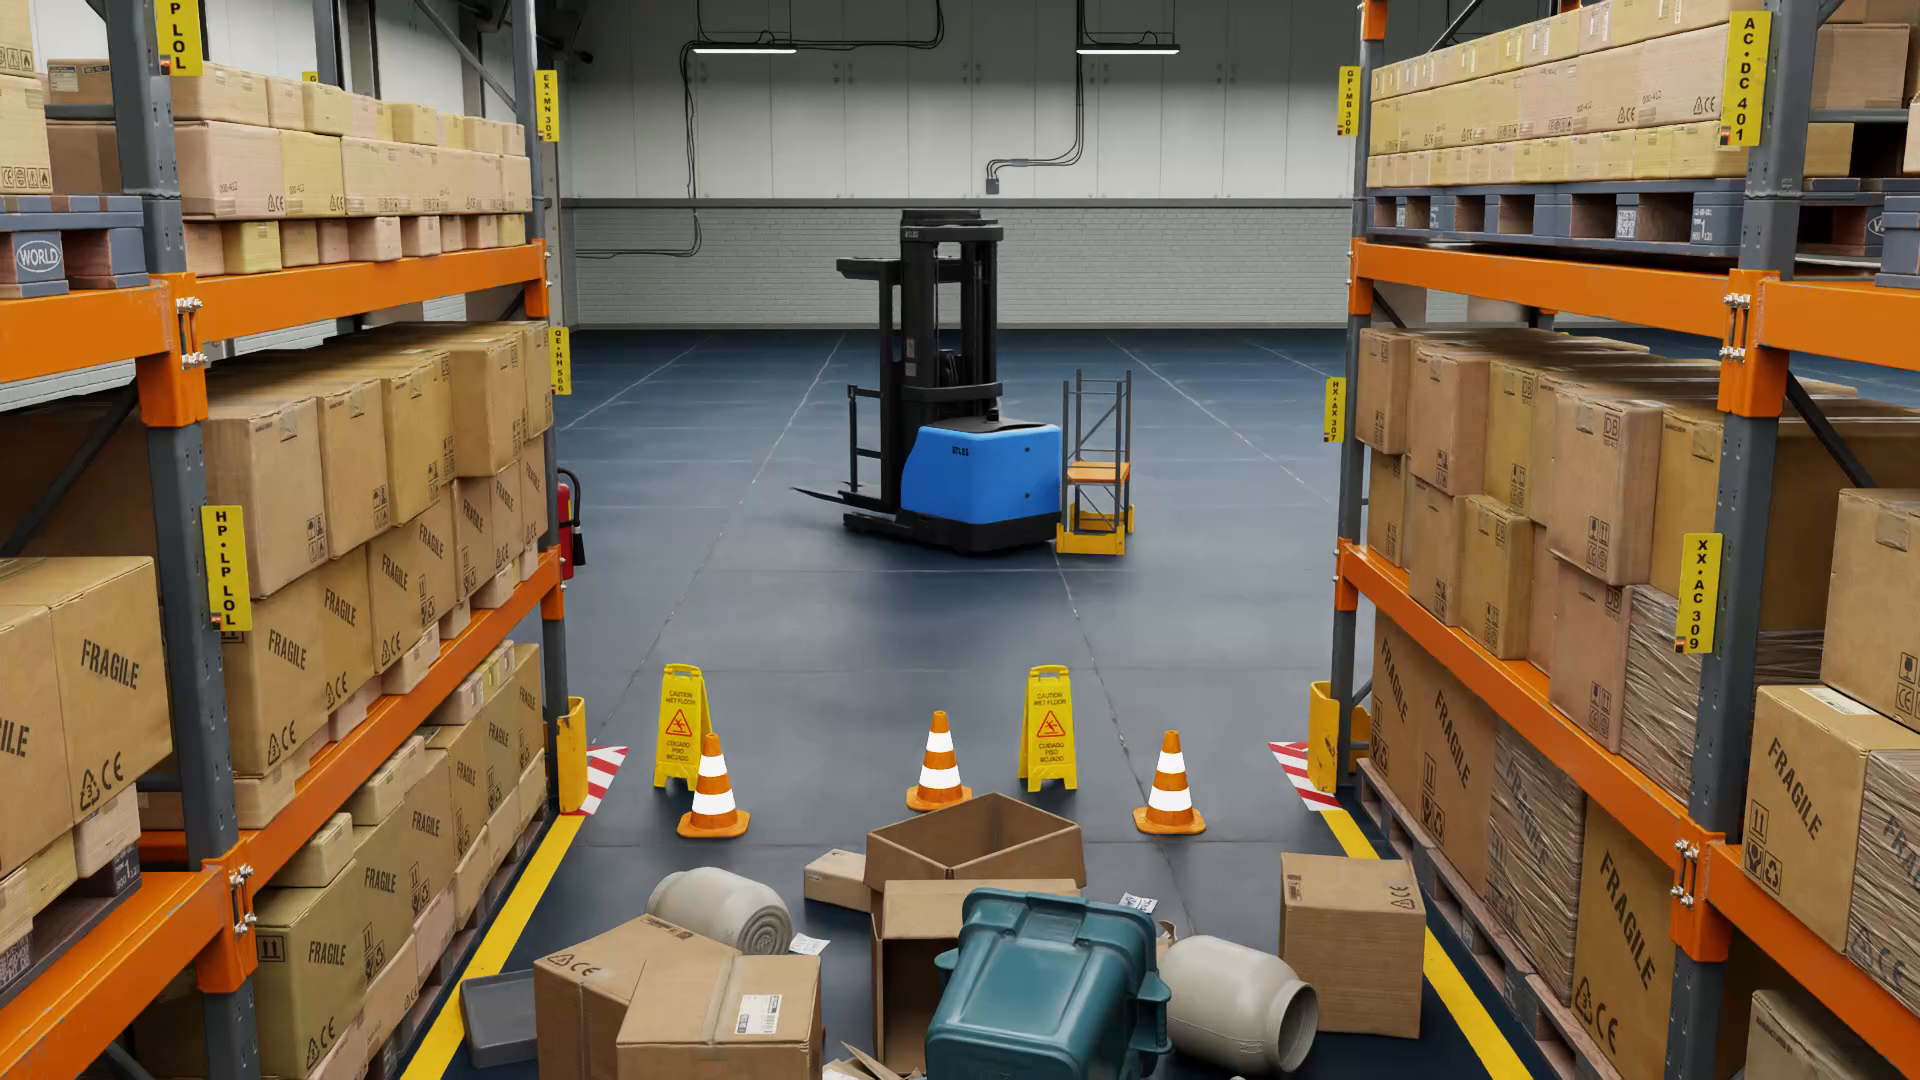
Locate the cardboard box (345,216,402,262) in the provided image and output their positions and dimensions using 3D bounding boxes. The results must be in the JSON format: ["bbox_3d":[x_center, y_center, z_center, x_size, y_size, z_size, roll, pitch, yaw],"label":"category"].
[{"bbox_3d":[-2.124,-1.023,5.642,0.380,0.149,0.250,0,11,-2],"label":"cardboard box"}]

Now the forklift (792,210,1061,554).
[{"bbox_3d":[-0.433,-1.553,15.344,1.130,2.935,3.031,-10,15,-39],"label":"forklift"}]

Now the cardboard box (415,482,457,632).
[{"bbox_3d":[-2.216,0.061,6.216,0.500,0.500,0.500,0,11,0],"label":"cardboard box"}]

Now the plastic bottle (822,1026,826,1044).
[{"bbox_3d":[-0.576,1.820,5.935,0.133,0.061,0.283,2,12,9],"label":"plastic bottle"}]

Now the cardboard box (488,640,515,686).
[{"bbox_3d":[-2.155,0.536,7.214,0.380,0.149,0.250,0,11,0],"label":"cardboard box"}]

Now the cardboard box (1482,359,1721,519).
[{"bbox_3d":[2.529,-0.395,6.367,0.875,0.550,0.500,0,11,-1],"label":"cardboard box"}]

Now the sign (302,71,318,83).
[{"bbox_3d":[-3.049,-2.047,7.863,0.100,0.325,0.005,0,11,-1],"label":"sign"}]

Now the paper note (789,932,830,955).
[{"bbox_3d":[-0.629,1.659,6.835,0.148,0.019,0.142,4,12,18],"label":"paper note"}]

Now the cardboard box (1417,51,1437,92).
[{"bbox_3d":[2.143,-1.965,6.977,0.380,0.149,0.250,0,11,-1],"label":"cardboard box"}]

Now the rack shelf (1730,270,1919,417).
[{"bbox_3d":[2.564,-0.116,2.353,1.077,0.370,4.000,0,11,-1],"label":"rack shelf"}]

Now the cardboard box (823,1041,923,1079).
[{"bbox_3d":[-0.295,1.813,5.454,0.258,0.266,0.396,-10,15,-40],"label":"cardboard box"}]

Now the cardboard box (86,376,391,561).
[{"bbox_3d":[-2.205,-0.231,5.138,0.700,0.500,0.500,0,11,-1],"label":"cardboard box"}]

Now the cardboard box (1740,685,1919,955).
[{"bbox_3d":[2.265,0.660,4.009,0.500,0.500,0.500,0,11,-1],"label":"cardboard box"}]

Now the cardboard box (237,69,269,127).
[{"bbox_3d":[-2.139,-1.209,4.557,0.380,0.149,0.250,0,11,1],"label":"cardboard box"}]

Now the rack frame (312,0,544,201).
[{"bbox_3d":[-2.507,-3.091,7.663,1.000,3.000,0.127,0,11,-1],"label":"rack frame"}]

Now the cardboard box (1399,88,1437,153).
[{"bbox_3d":[2.205,-1.791,7.119,0.500,0.250,0.500,0,11,-2],"label":"cardboard box"}]

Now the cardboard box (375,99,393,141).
[{"bbox_3d":[-2.219,-1.466,5.825,0.380,0.149,0.250,0,11,0],"label":"cardboard box"}]

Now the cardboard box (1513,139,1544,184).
[{"bbox_3d":[2.168,-1.322,5.813,0.380,0.149,0.250,0,11,-2],"label":"cardboard box"}]

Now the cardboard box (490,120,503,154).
[{"bbox_3d":[-2.238,-1.771,7.328,0.380,0.149,0.250,0,11,0],"label":"cardboard box"}]

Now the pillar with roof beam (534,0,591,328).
[{"bbox_3d":[-4.672,-8.909,36.340,9.100,9.000,0.548,0,11,-1],"label":"pillar with roof beam"}]

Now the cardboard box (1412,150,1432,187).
[{"bbox_3d":[2.143,-1.573,7.048,0.380,0.149,0.250,0,11,-1],"label":"cardboard box"}]

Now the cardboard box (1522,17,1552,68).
[{"bbox_3d":[2.171,-1.711,5.724,0.380,0.149,0.250,0,11,-2],"label":"cardboard box"}]

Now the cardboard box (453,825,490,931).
[{"bbox_3d":[-2.202,1.357,6.684,0.500,0.250,0.500,-1,11,-3],"label":"cardboard box"}]

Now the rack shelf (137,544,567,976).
[{"bbox_3d":[-2.465,0.599,6.372,1.077,0.370,4.000,0,11,-1],"label":"rack shelf"}]

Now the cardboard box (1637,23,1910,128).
[{"bbox_3d":[2.256,-1.290,4.652,0.500,0.250,0.500,0,11,-2],"label":"cardboard box"}]

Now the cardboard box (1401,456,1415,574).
[{"bbox_3d":[2.526,-0.082,7.543,0.875,0.550,0.550,0,11,-1],"label":"cardboard box"}]

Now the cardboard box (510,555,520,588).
[{"bbox_3d":[-2.185,0.146,7.425,0.380,0.149,0.250,0,11,-2],"label":"cardboard box"}]

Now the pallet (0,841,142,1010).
[{"bbox_3d":[-2.554,0.891,3.608,1.003,0.211,1.213,0,11,-1],"label":"pallet"}]

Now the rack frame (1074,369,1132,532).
[{"bbox_3d":[1.316,-0.822,15.337,0.500,1.500,0.032,2,12,10],"label":"rack frame"}]

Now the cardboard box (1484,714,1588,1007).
[{"bbox_3d":[2.557,1.135,6.210,0.875,0.875,0.875,0,11,-1],"label":"cardboard box"}]

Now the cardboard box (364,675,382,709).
[{"bbox_3d":[-2.210,0.498,5.690,0.380,0.149,0.250,0,11,-1],"label":"cardboard box"}]

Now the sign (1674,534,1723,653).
[{"bbox_3d":[1.968,0.143,4.433,0.100,0.325,0.005,0,11,-1],"label":"sign"}]

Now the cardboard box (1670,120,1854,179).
[{"bbox_3d":[2.196,-1.069,4.565,0.380,0.149,0.250,0,11,-1],"label":"cardboard box"}]

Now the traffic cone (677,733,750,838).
[{"bbox_3d":[-1.208,1.172,8.117,0.336,0.463,0.334,0,11,-1],"label":"traffic cone"}]

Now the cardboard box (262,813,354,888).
[{"bbox_3d":[-2.109,0.957,5.140,0.380,0.149,0.250,0,11,0],"label":"cardboard box"}]

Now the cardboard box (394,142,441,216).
[{"bbox_3d":[-2.189,-1.289,5.955,0.500,0.250,0.500,0,11,-1],"label":"cardboard box"}]

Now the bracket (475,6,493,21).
[{"bbox_3d":[-8.488,-9.382,29.617,0.235,0.232,0.430,0,11,-1],"label":"bracket"}]

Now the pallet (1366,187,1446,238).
[{"bbox_3d":[2.466,-1.471,7.443,1.003,0.211,1.213,0,11,-1],"label":"pallet"}]

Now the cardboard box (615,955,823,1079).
[{"bbox_3d":[-0.645,1.485,4.579,0.500,0.500,0.500,0,11,-1],"label":"cardboard box"}]

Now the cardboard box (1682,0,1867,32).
[{"bbox_3d":[2.197,-1.460,4.487,0.380,0.149,0.250,0,11,-2],"label":"cardboard box"}]

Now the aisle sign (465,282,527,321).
[{"bbox_3d":[-2.218,-1.439,8.068,0.394,0.787,0.004,0,11,-1],"label":"aisle sign"}]

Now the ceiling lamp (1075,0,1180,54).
[{"bbox_3d":[3.241,-11.034,32.133,2.000,3.185,0.800,0,11,-1],"label":"ceiling lamp"}]

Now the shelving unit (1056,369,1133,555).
[{"bbox_3d":[1.224,-0.720,14.838,0.587,1.500,1.083,2,12,10],"label":"shelving unit"}]

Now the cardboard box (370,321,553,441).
[{"bbox_3d":[-2.278,-0.735,7.625,0.700,0.500,0.500,-1,11,-3],"label":"cardboard box"}]

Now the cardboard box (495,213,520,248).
[{"bbox_3d":[-2.182,-1.379,7.399,0.380,0.149,0.250,0,11,-1],"label":"cardboard box"}]

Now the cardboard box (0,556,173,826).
[{"bbox_3d":[-2.185,0.334,3.811,0.500,0.500,0.500,0,11,-2],"label":"cardboard box"}]

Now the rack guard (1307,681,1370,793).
[{"bbox_3d":[2.440,1.029,8.731,1.175,0.500,0.348,0,11,-1],"label":"rack guard"}]

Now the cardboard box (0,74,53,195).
[{"bbox_3d":[-2.267,-0.843,3.446,0.500,0.250,0.500,0,11,-2],"label":"cardboard box"}]

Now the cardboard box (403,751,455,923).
[{"bbox_3d":[-2.198,1.090,6.113,0.500,0.500,0.500,0,11,2],"label":"cardboard box"}]

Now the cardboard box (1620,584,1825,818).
[{"bbox_3d":[2.503,0.457,4.886,0.875,0.550,0.550,0,11,-1],"label":"cardboard box"}]
